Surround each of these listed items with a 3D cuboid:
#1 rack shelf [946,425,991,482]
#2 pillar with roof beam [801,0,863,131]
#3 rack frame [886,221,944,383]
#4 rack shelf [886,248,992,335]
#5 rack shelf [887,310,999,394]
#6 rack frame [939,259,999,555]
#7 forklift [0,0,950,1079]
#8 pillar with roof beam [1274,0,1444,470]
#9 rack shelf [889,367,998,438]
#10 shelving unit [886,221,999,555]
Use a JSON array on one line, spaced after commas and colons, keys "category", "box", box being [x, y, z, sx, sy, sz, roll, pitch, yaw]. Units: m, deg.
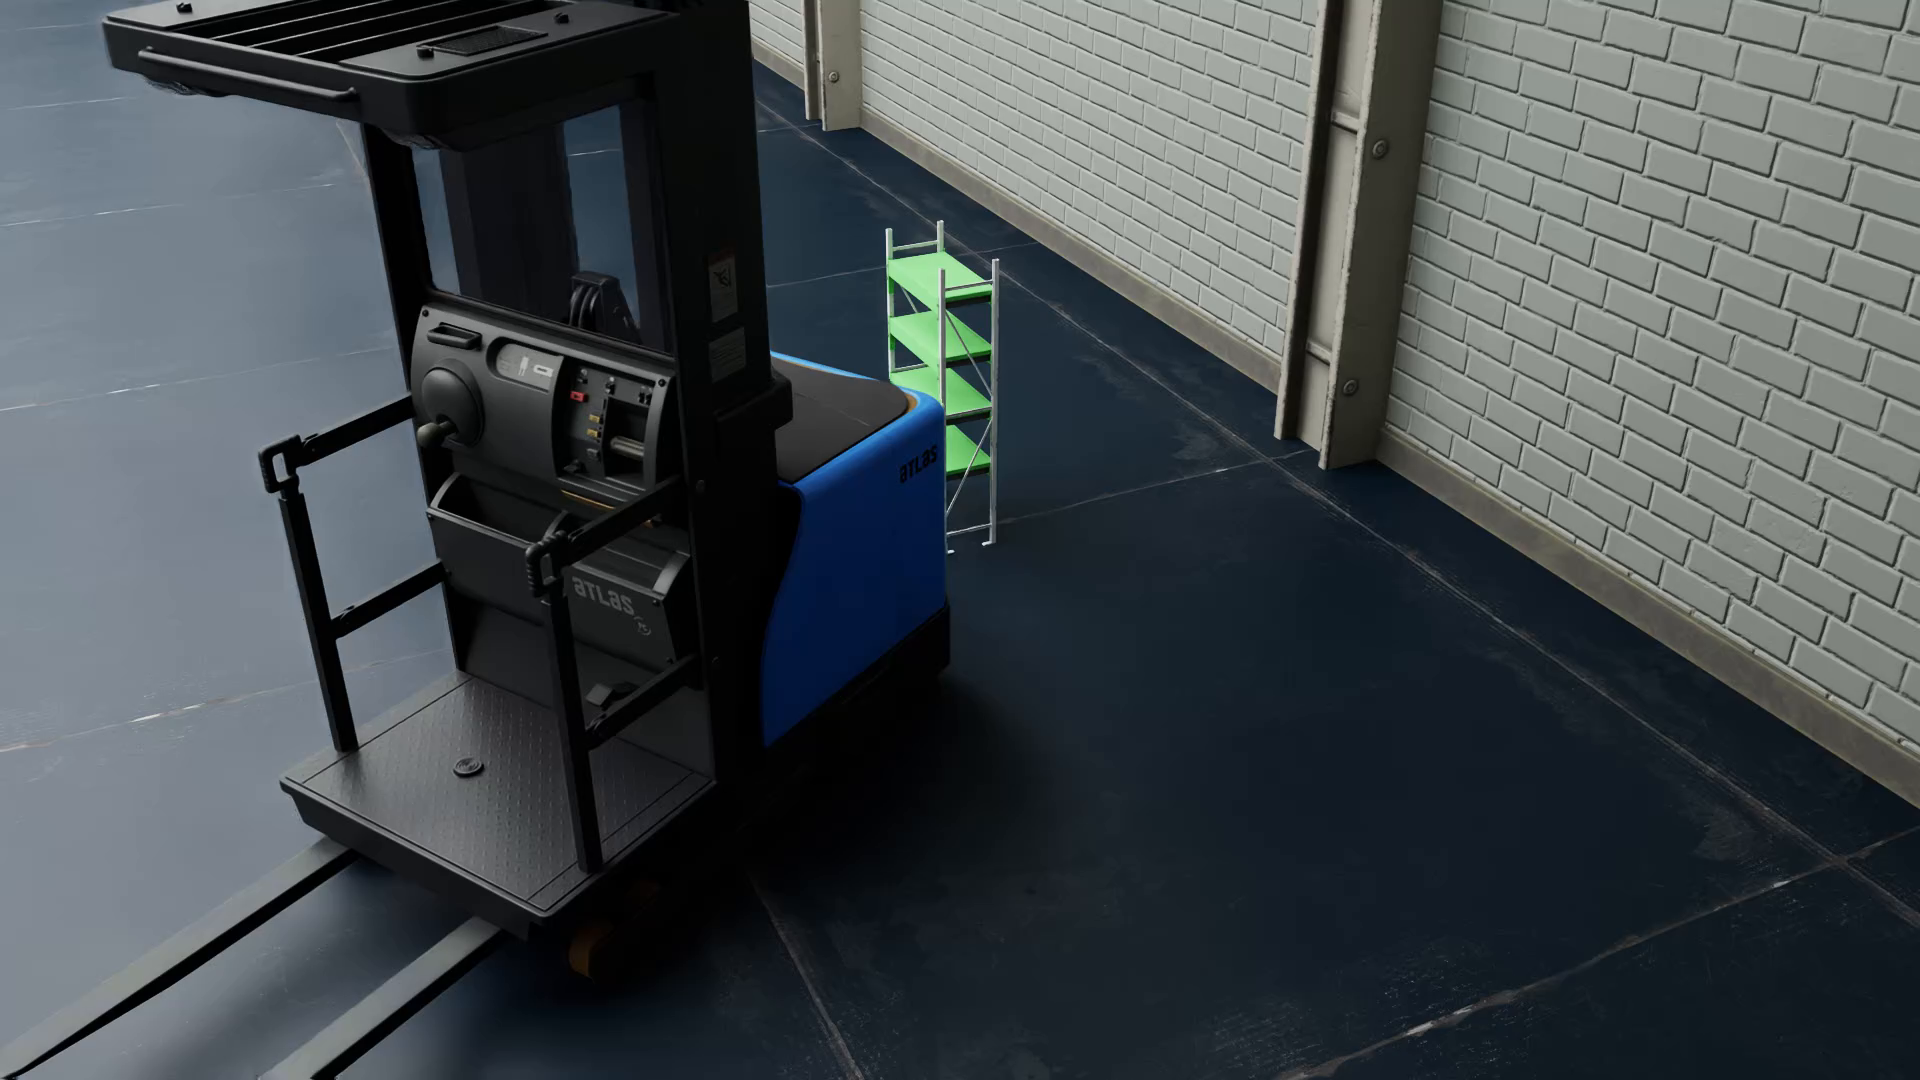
[{"category": "rack shelf", "box": [-0.071, -0.331, 6.736, 0.258, 0.148, 0.480, -13, 32, -22]}, {"category": "pillar with roof beam", "box": [-4.808, -6.096, 8.421, 9.100, 9.000, 0.400, -13, 32, -22]}, {"category": "rack frame", "box": [-0.176, -0.704, 6.779, 0.240, 1.200, 0.015, -13, 32, -22]}, {"category": "rack shelf", "box": [-0.071, -0.959, 6.383, 0.258, 0.148, 0.480, -13, 32, -22]}, {"category": "rack shelf", "box": [-0.071, -0.750, 6.501, 0.258, 0.148, 0.480, -13, 32, -22]}, {"category": "rack frame", "box": [0.034, -0.489, 6.395, 0.240, 1.200, 0.015, -13, 32, -22]}, {"category": "forklift", "box": [-1.259, -0.330, 4.342, 1.130, 2.935, 3.031, 18, 34, 28]}, {"category": "pillar with roof beam", "box": [-2.232, -3.446, 3.694, 9.100, 9.000, 0.400, -13, 32, -22]}, {"category": "rack shelf", "box": [-0.071, -0.541, 6.618, 0.258, 0.148, 0.480, -13, 32, -22]}, {"category": "shelving unit", "box": [-0.071, -0.596, 6.587, 0.258, 1.200, 0.503, -13, 32, -22]}]
